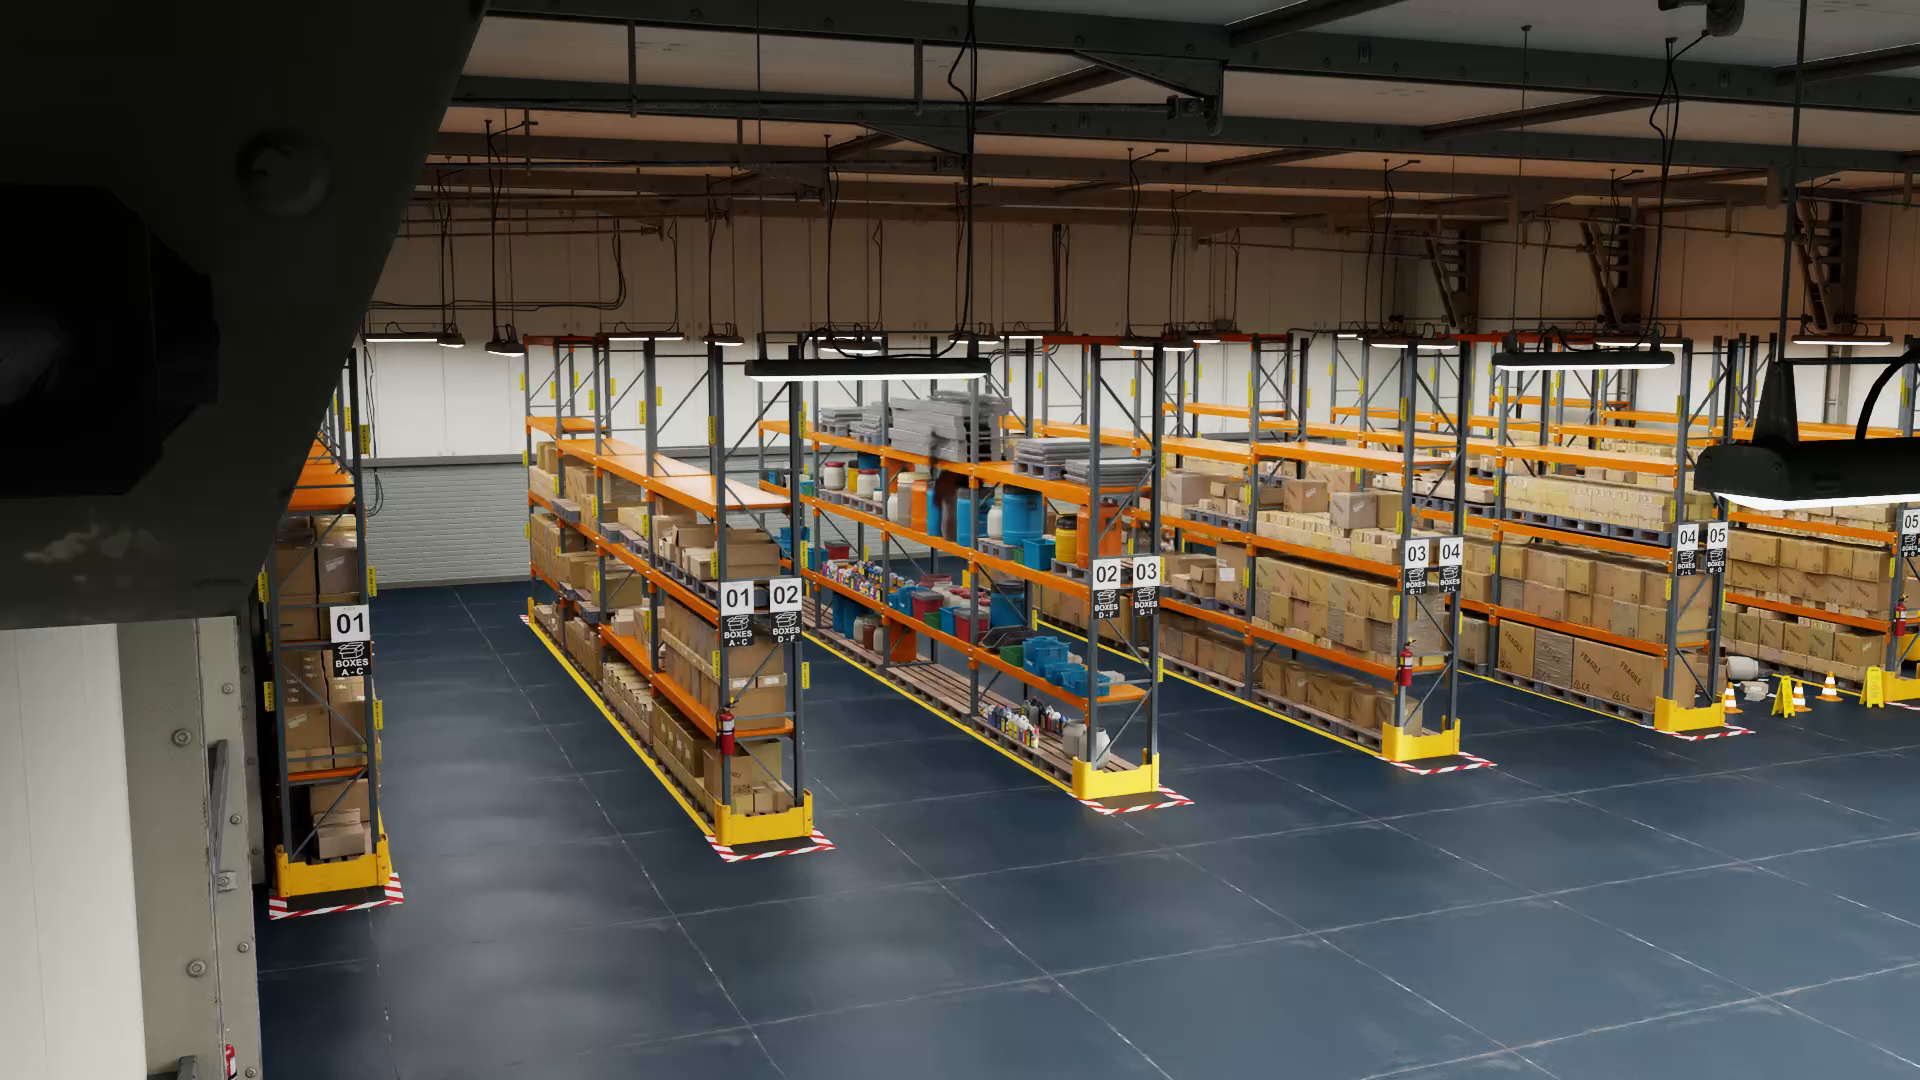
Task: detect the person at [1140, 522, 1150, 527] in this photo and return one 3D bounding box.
[{"bbox_3d":[4.255,0.415,38.377,0.637,1.699,0.690,-2,8,-15],"label":"person"}]

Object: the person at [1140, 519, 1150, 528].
[{"bbox_3d":[4.512,-0.048,41.681,0.693,1.761,0.822,0,8,1],"label":"person"}]

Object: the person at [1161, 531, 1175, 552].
[{"bbox_3d":[4.672,0.573,37.344,0.551,1.585,0.809,-2,8,-15],"label":"person"}]
